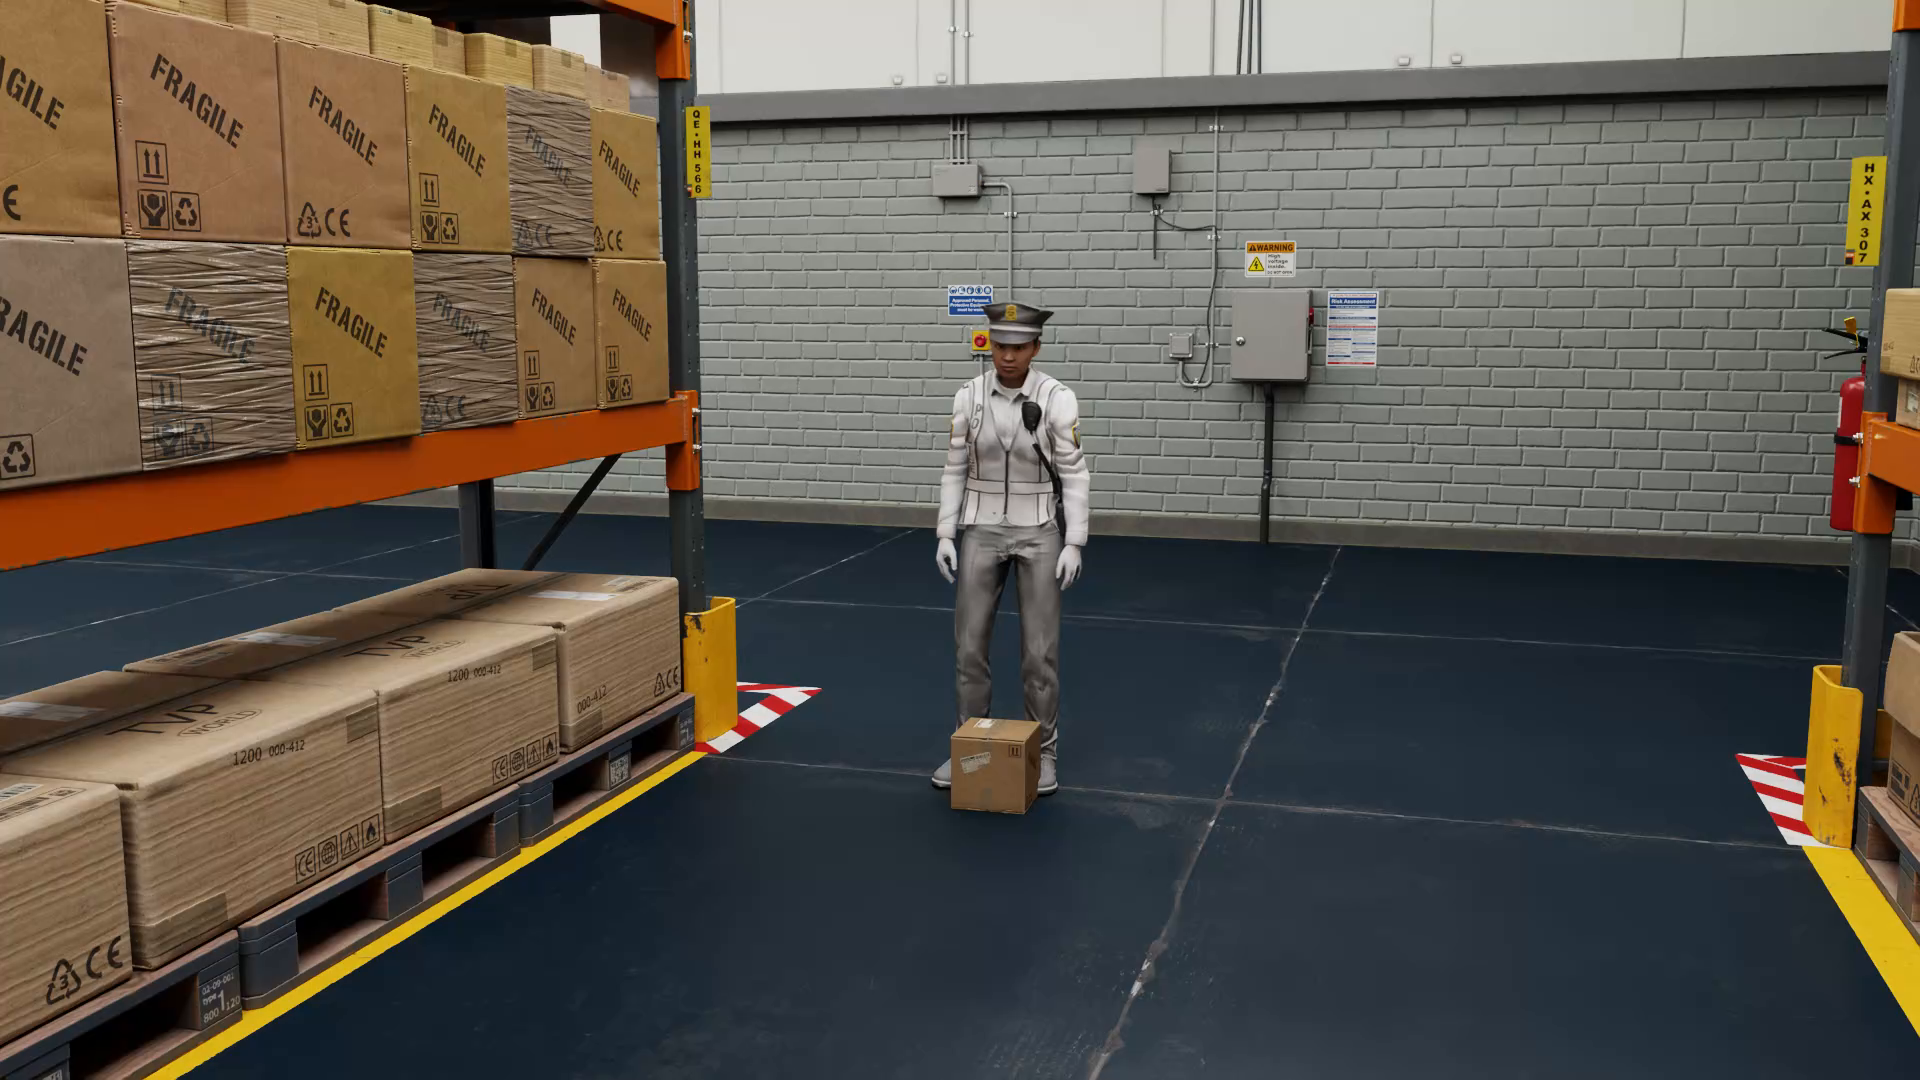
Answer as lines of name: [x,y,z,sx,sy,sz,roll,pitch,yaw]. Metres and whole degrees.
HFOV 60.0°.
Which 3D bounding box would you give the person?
person: [0.177,0.019,5.695,0.528,1.663,0.371,2,9,14]
